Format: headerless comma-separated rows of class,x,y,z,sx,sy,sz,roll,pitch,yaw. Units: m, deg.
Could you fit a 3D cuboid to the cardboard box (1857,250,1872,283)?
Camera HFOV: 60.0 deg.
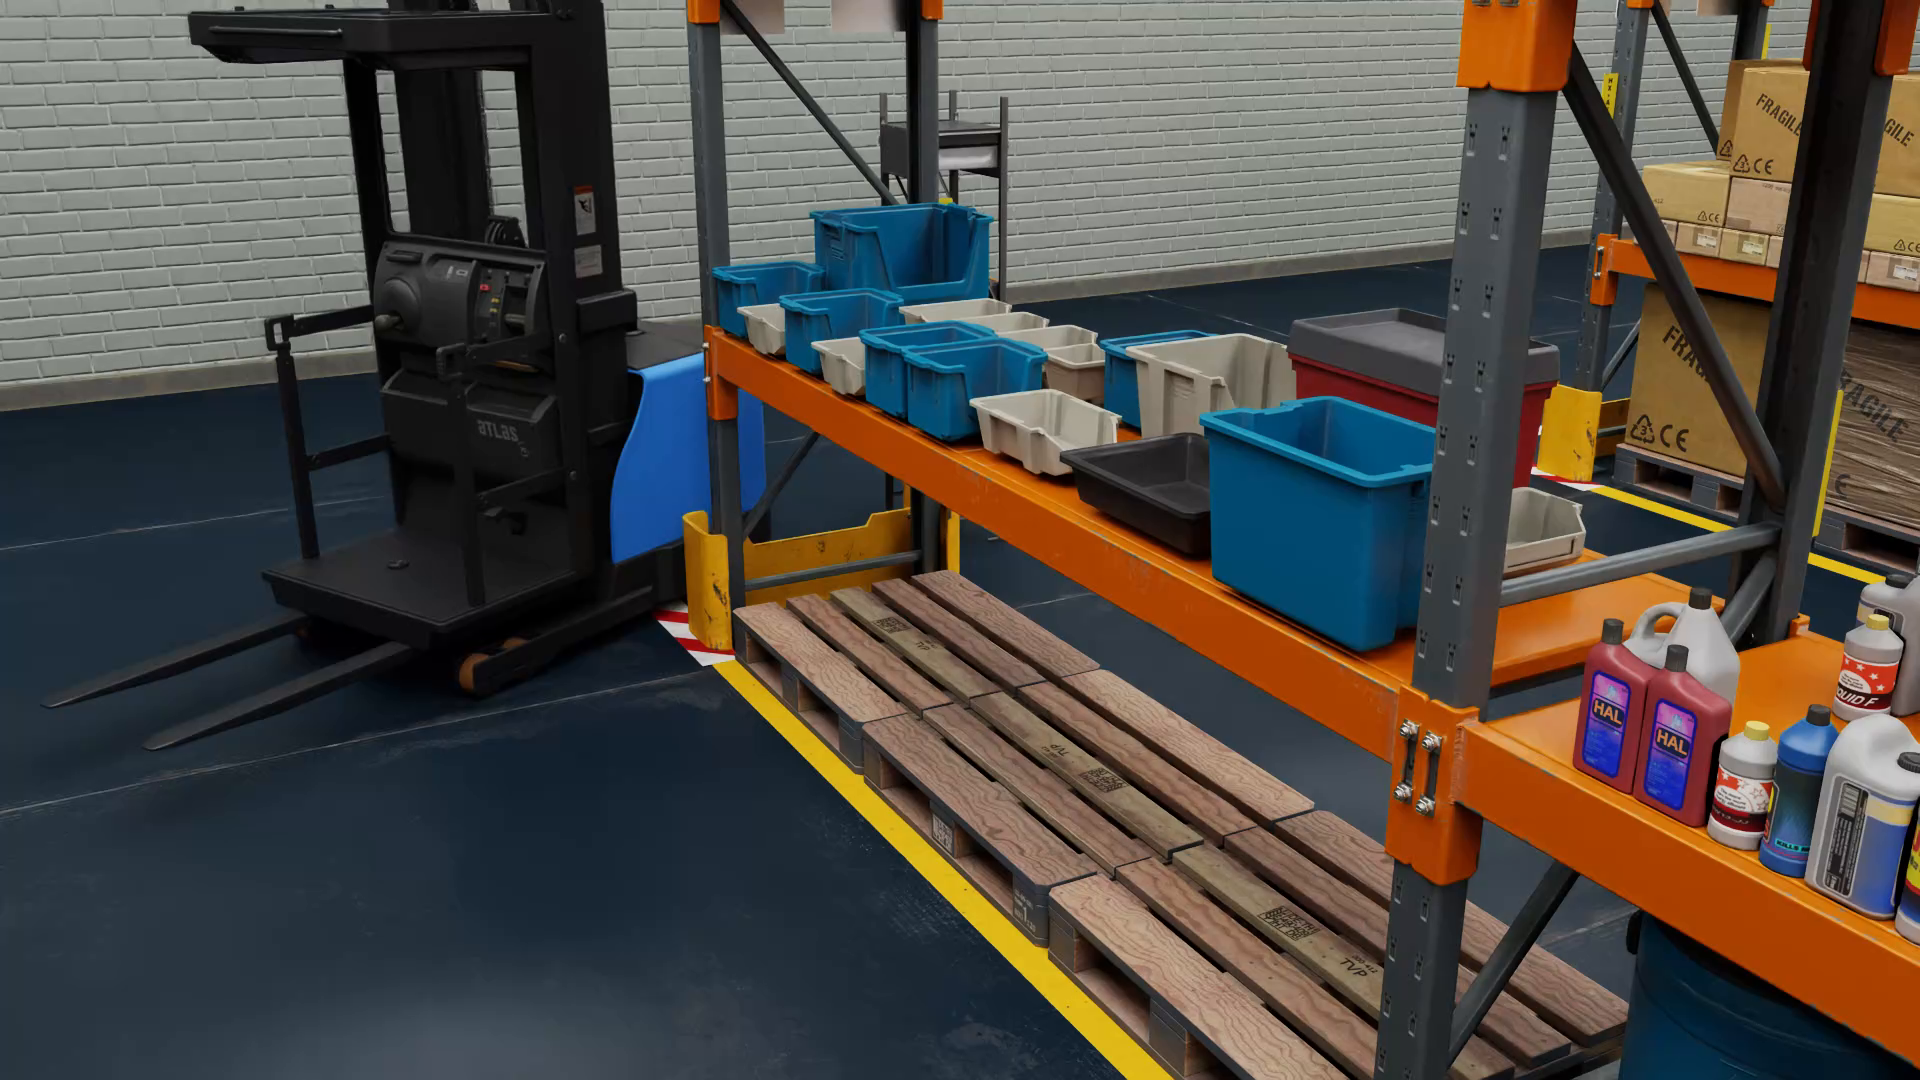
cardboard box,4.174,-1.290,7.657,0.380,0.149,0.250,-10,22,-28

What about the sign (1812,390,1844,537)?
sign,1.832,-0.157,3.563,0.100,0.325,0.005,-10,21,-27

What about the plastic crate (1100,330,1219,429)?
plastic crate,0.648,-0.489,5.114,0.416,0.233,0.300,-10,21,-27

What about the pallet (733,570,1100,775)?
pallet,-0.195,0.471,6.442,1.003,0.211,1.213,-10,21,-27

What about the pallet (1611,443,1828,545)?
pallet,4.255,-0.321,8.738,1.003,0.211,1.213,-10,21,-27

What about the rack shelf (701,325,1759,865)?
rack shelf,0.397,-0.175,5.144,1.077,0.370,4.000,-10,21,-27

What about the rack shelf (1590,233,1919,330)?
rack shelf,4.756,-0.943,7.367,1.077,0.370,4.000,-10,21,-27

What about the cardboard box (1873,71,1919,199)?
cardboard box,4.285,-1.810,7.402,0.500,0.500,0.500,-11,22,-28

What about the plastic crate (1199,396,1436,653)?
plastic crate,0.825,-0.043,3.591,0.392,0.384,0.575,-10,21,-27

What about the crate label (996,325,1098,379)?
crate label,0.272,-0.626,5.658,0.396,0.136,0.243,-10,21,-27

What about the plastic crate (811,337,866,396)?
plastic crate,-0.324,-0.572,5.502,0.250,0.136,0.298,-10,21,-27

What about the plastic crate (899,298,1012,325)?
plastic crate,-0.006,-0.787,6.126,0.396,0.136,0.243,-10,21,-27

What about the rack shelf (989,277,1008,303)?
rack shelf,-0.079,-1.027,7.931,0.431,0.518,0.480,-10,21,-27

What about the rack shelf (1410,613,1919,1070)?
rack shelf,2.296,0.973,1.816,1.077,0.370,4.000,-10,21,-27

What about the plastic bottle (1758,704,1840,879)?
plastic bottle,1.326,0.387,2.607,0.097,0.271,0.097,0,19,0

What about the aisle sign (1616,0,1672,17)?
aisle sign,3.508,-3.060,8.415,0.394,0.787,0.004,-10,21,-27

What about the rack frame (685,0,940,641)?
rack frame,-0.553,-1.090,6.690,1.000,3.000,0.127,-10,21,-27

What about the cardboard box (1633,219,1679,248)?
cardboard box,3.684,-1.585,8.511,0.380,0.149,0.250,-10,21,-26

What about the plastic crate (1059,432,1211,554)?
plastic crate,0.579,-0.119,4.208,0.437,0.125,0.590,-10,21,-27

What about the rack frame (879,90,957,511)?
rack frame,-0.194,-1.110,8.130,0.400,2.100,0.015,-10,21,-27

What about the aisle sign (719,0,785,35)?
aisle sign,-0.848,-2.293,6.193,0.394,0.787,0.004,-10,21,-27

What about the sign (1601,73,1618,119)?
sign,3.315,-2.219,8.515,0.100,0.325,0.005,-10,21,-27

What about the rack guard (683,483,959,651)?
rack guard,-0.576,0.087,7.112,1.175,0.500,0.348,-10,21,-27

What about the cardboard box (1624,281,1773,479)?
cardboard box,4.180,-0.880,8.695,0.875,0.875,0.875,-10,21,-27

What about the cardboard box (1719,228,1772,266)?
cardboard box,3.929,-1.438,8.086,0.380,0.149,0.250,-11,22,-28

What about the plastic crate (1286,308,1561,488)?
plastic crate,1.143,-0.295,4.198,0.402,0.464,0.583,-10,21,-27

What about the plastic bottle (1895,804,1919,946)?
plastic bottle,1.436,0.454,2.414,0.097,0.271,0.097,0,19,0

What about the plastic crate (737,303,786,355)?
plastic crate,-0.646,-0.766,6.066,0.250,0.136,0.298,-10,21,-27

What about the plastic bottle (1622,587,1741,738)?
plastic bottle,1.248,0.245,2.899,0.144,0.351,0.185,-10,21,-27

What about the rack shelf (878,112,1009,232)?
rack shelf,-0.079,-1.689,7.703,0.431,0.518,0.480,-10,21,-27

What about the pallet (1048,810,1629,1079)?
pallet,0.963,1.172,4.412,1.003,0.211,1.213,-10,21,-27

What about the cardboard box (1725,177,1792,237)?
cardboard box,4.049,-1.599,7.940,0.500,0.250,0.500,-10,22,-27

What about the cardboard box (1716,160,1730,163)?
cardboard box,4.270,-1.828,8.606,0.500,0.250,0.500,-10,22,-28

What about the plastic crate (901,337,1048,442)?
plastic crate,0.042,-0.453,5.010,0.416,0.233,0.300,-10,21,-27

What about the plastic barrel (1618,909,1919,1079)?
plastic barrel,1.590,1.011,3.176,0.600,0.901,0.708,-10,21,-27

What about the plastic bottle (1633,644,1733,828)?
plastic bottle,1.209,0.324,2.774,0.061,0.283,0.133,-10,21,-27

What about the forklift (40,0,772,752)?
forklift,-2.103,-0.958,6.415,1.130,2.935,3.031,12,22,31

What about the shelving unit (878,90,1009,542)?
shelving unit,-0.079,-1.040,7.927,0.431,2.100,0.503,-10,21,-27
